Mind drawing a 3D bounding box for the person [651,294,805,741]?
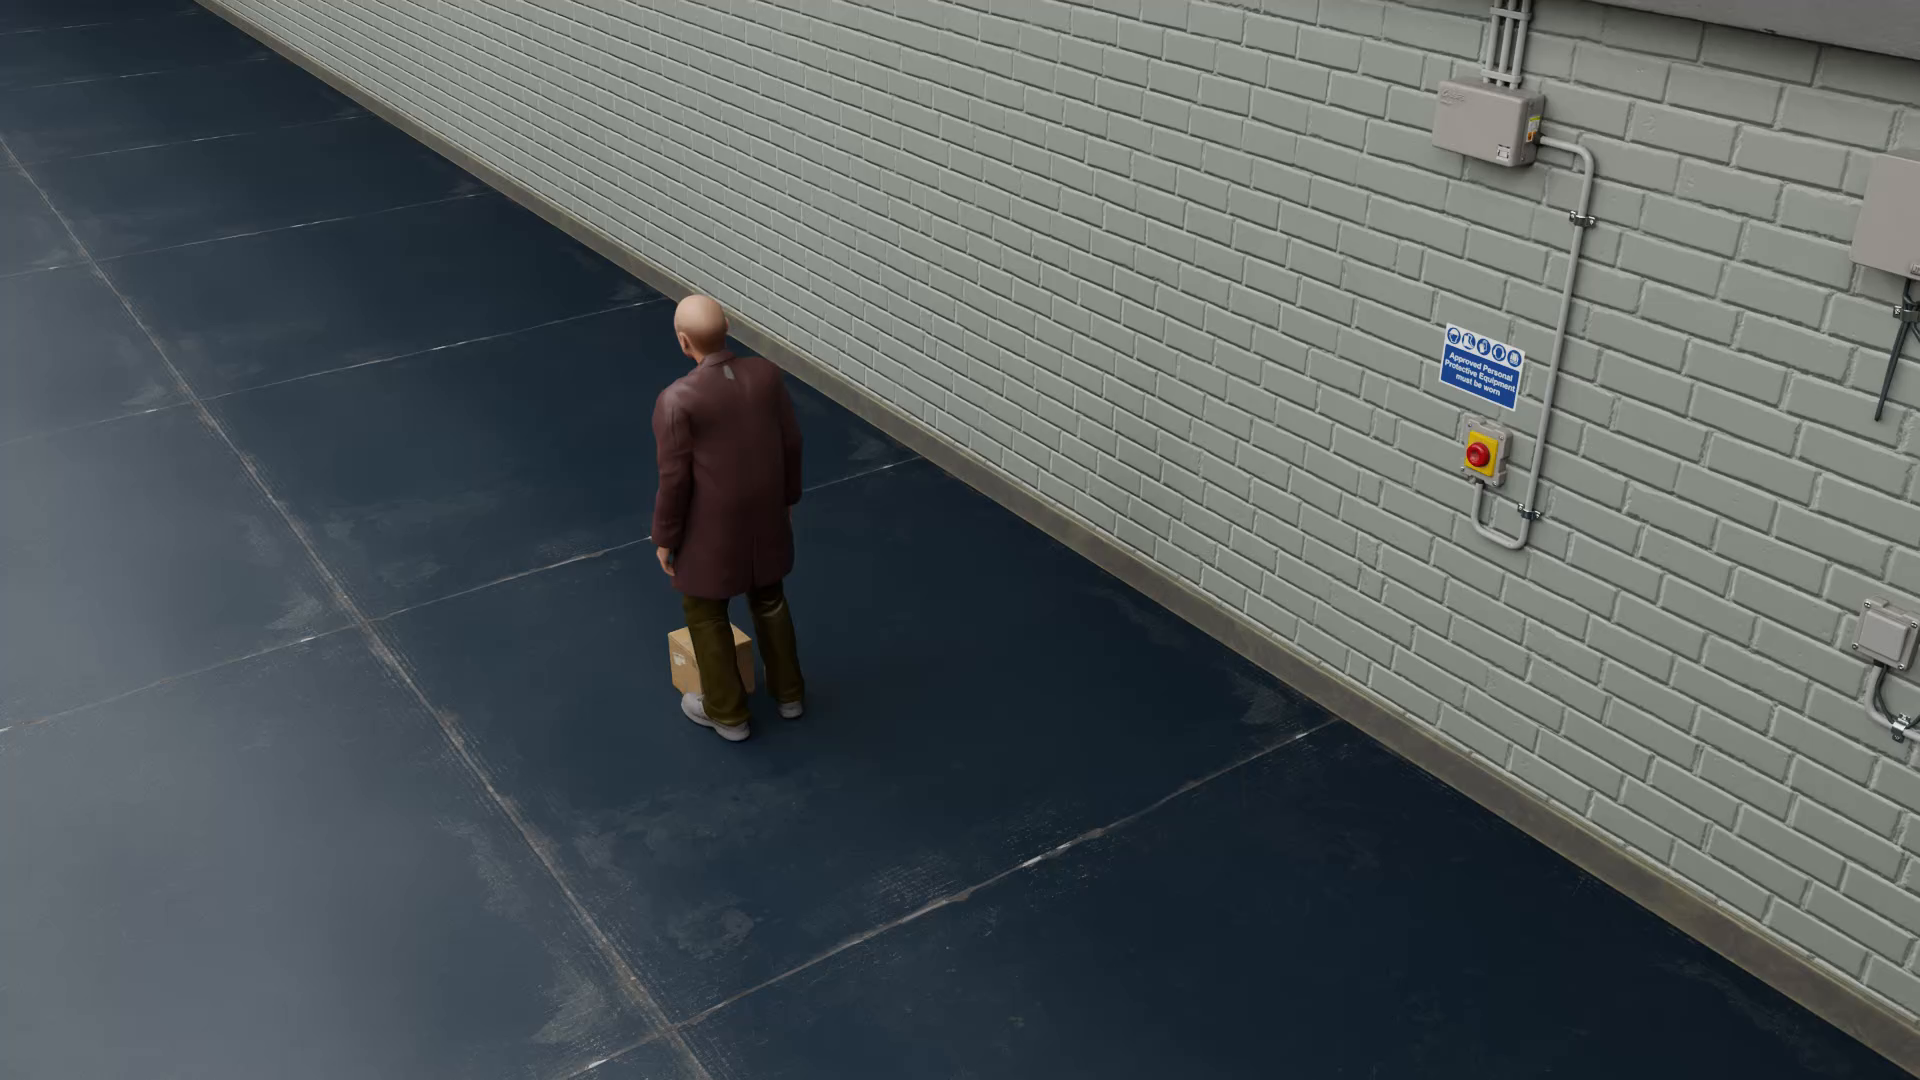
[{"bbox_3d":[-0.876,-0.072,6.274,0.645,1.772,0.429,-21,35,-33],"label":"person"}]
